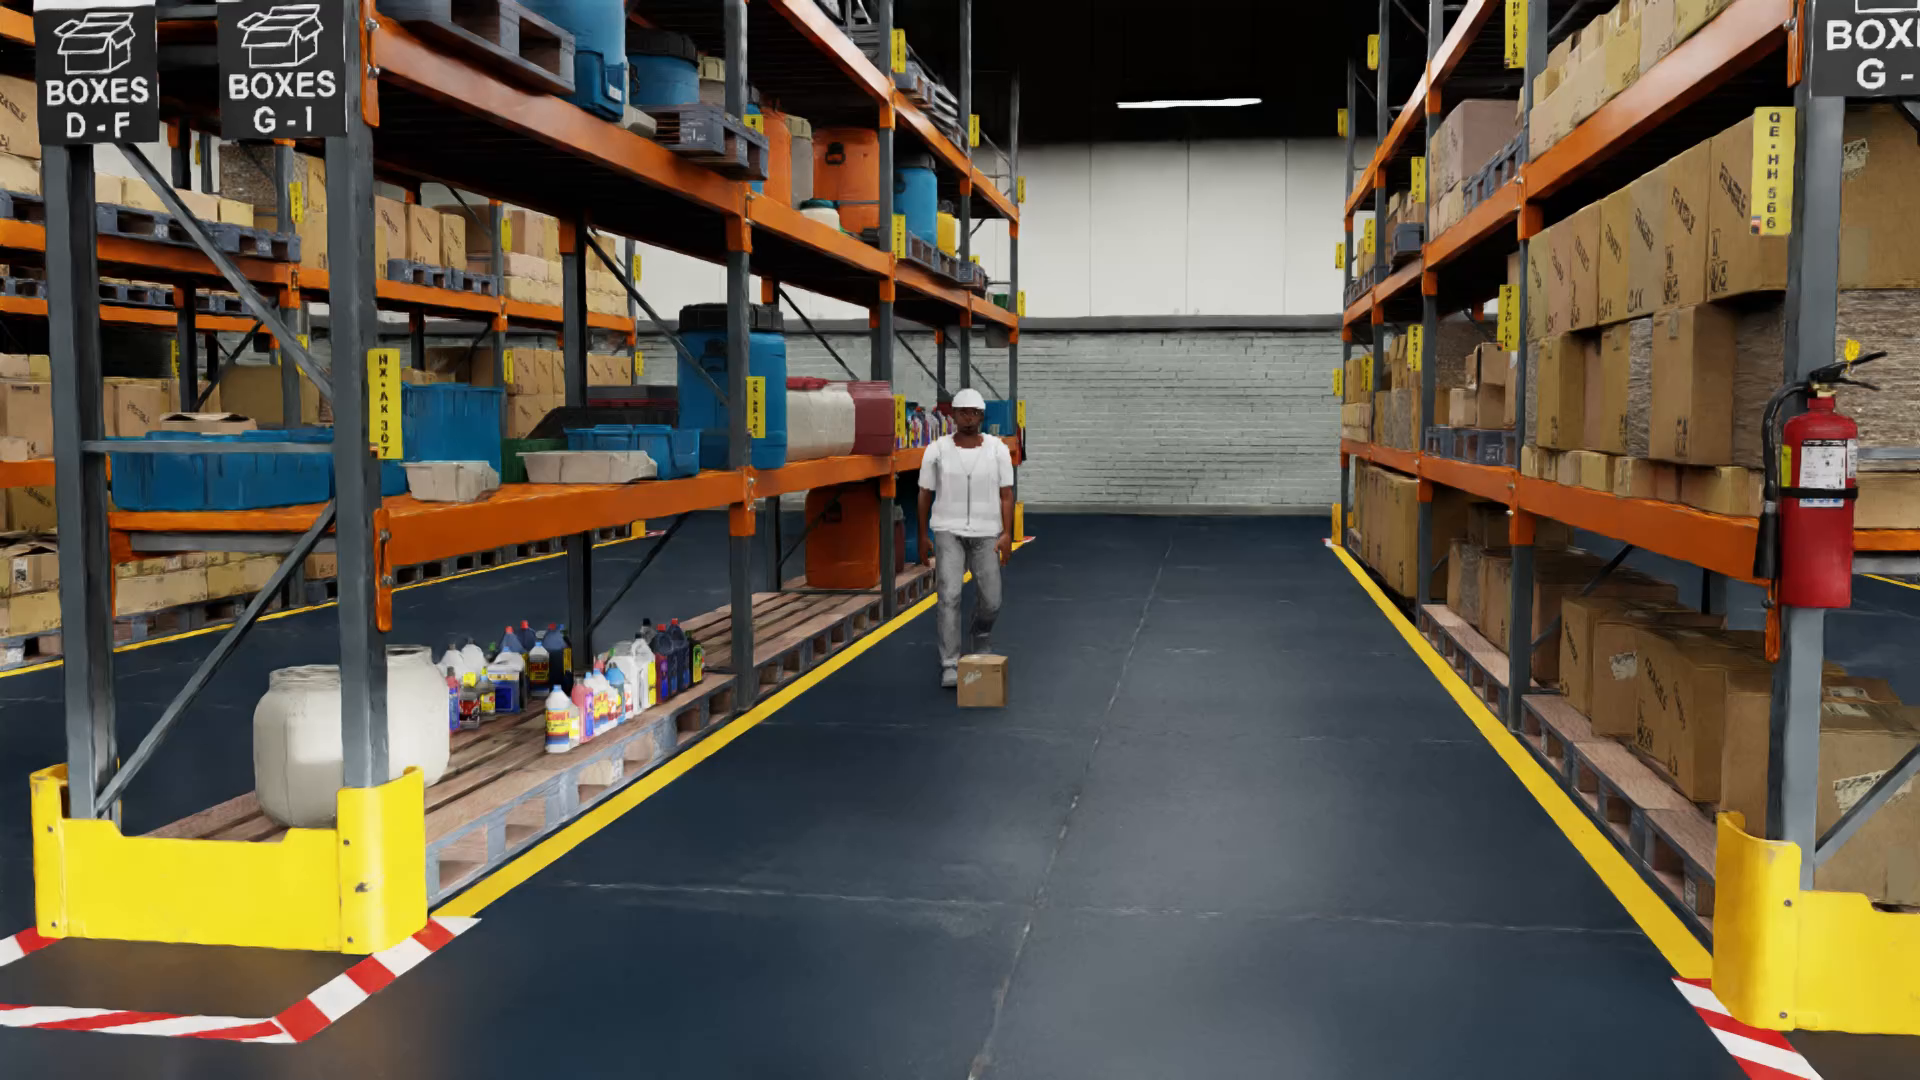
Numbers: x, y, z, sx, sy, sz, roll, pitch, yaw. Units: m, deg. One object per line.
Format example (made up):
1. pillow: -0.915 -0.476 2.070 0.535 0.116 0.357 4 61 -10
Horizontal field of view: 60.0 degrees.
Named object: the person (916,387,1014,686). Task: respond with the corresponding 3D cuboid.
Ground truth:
1. person: 0.034 -0.037 9.974 0.588 1.748 0.817 -1 4 -7
